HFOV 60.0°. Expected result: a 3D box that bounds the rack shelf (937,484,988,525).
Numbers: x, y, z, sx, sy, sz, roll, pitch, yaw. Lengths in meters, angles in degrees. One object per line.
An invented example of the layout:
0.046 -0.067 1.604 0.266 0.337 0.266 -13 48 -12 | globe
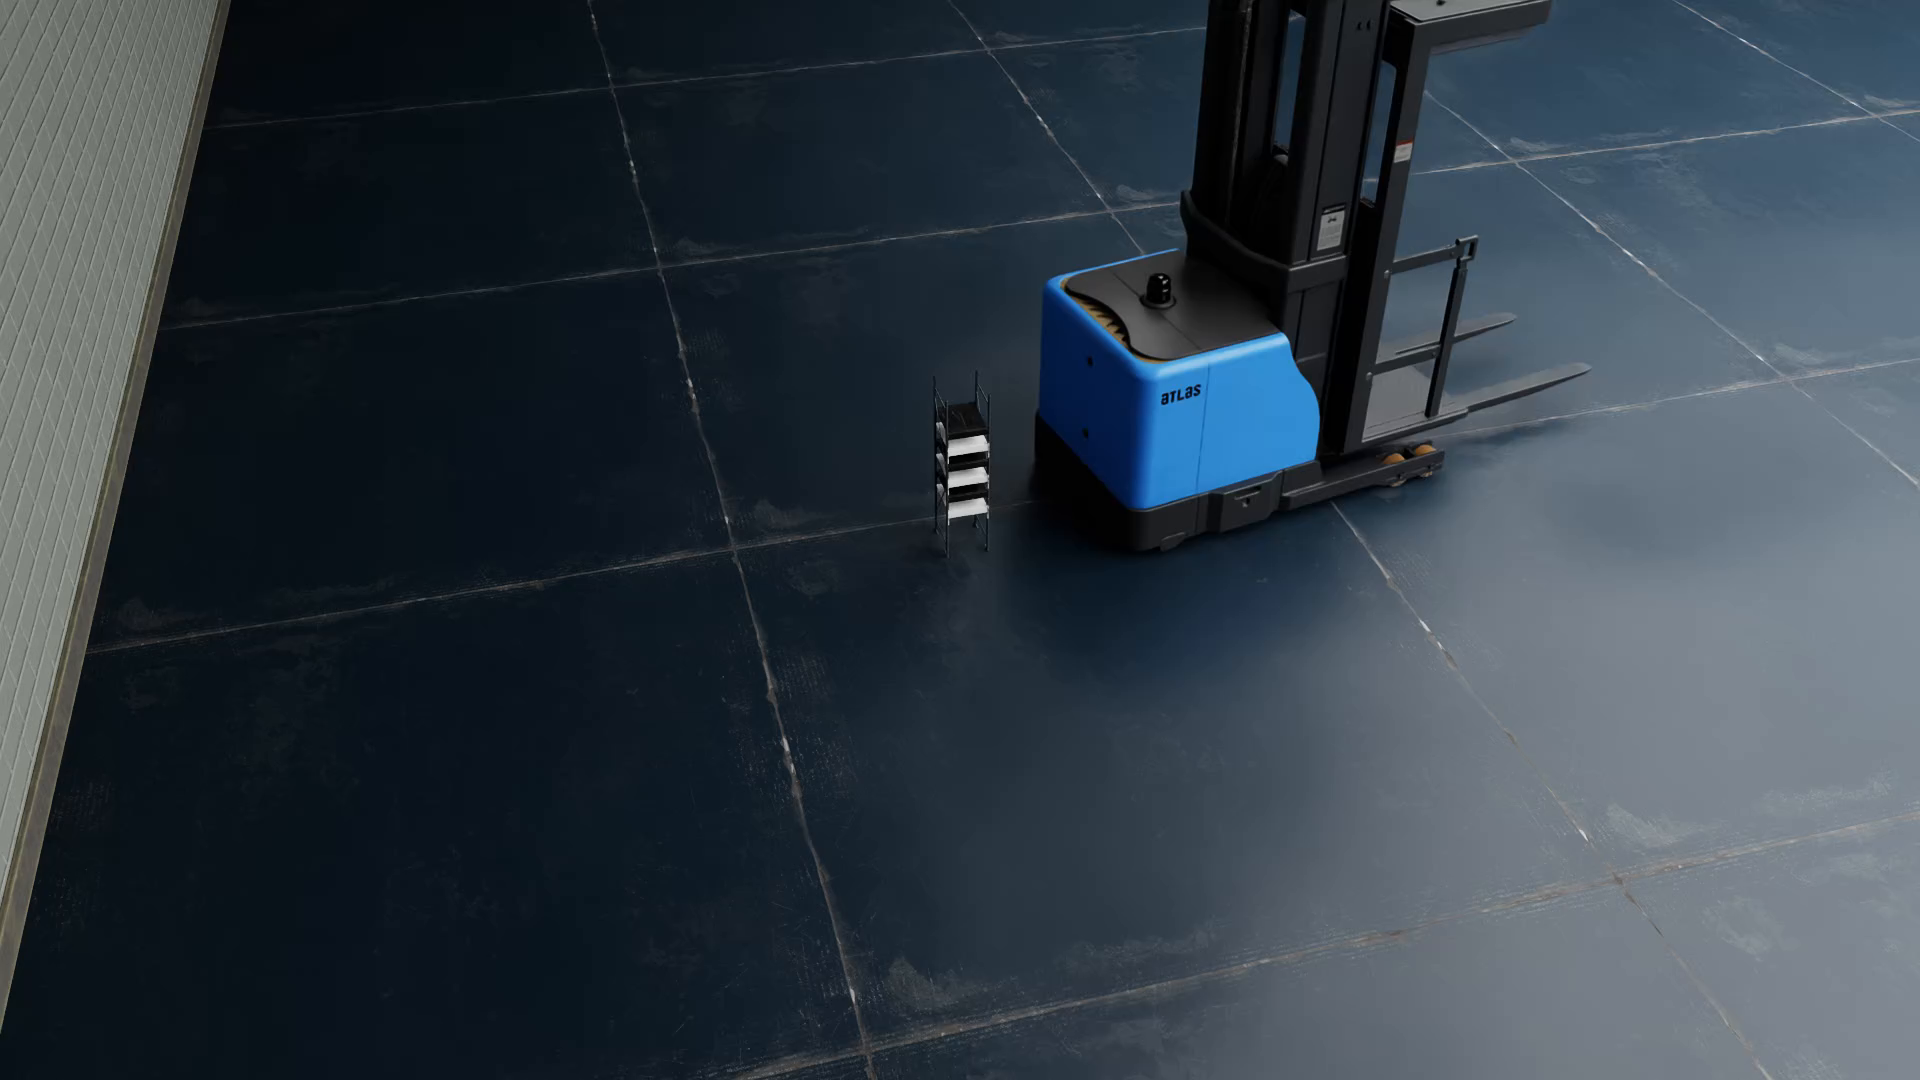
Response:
0.008 -0.189 8.087 0.200 0.077 0.258 -9 38 -12 | rack shelf

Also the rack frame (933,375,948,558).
-0.090 -0.343 7.937 0.006 0.900 0.240 -9 38 -12 | rack frame

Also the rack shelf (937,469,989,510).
0.008 -0.261 8.033 0.200 0.077 0.258 -9 38 -12 | rack shelf

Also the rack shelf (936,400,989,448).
0.008 -0.547 7.814 0.200 0.077 0.258 -9 38 -12 | rack shelf

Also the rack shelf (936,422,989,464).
0.008 -0.475 7.869 0.200 0.077 0.258 -9 38 -12 | rack shelf

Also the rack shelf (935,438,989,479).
0.008 -0.404 7.923 0.200 0.077 0.258 -9 38 -12 | rack shelf

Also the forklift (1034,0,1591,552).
1.947 -1.714 8.058 3.031 2.935 1.130 -16 40 -20 | forklift

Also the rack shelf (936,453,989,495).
0.008 -0.332 7.978 0.200 0.077 0.258 -9 38 -12 | rack shelf

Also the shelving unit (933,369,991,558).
0.008 -0.359 7.958 0.210 0.900 0.258 -9 38 -12 | shelving unit

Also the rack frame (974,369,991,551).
0.106 -0.375 7.979 0.006 0.900 0.240 -9 38 -12 | rack frame
